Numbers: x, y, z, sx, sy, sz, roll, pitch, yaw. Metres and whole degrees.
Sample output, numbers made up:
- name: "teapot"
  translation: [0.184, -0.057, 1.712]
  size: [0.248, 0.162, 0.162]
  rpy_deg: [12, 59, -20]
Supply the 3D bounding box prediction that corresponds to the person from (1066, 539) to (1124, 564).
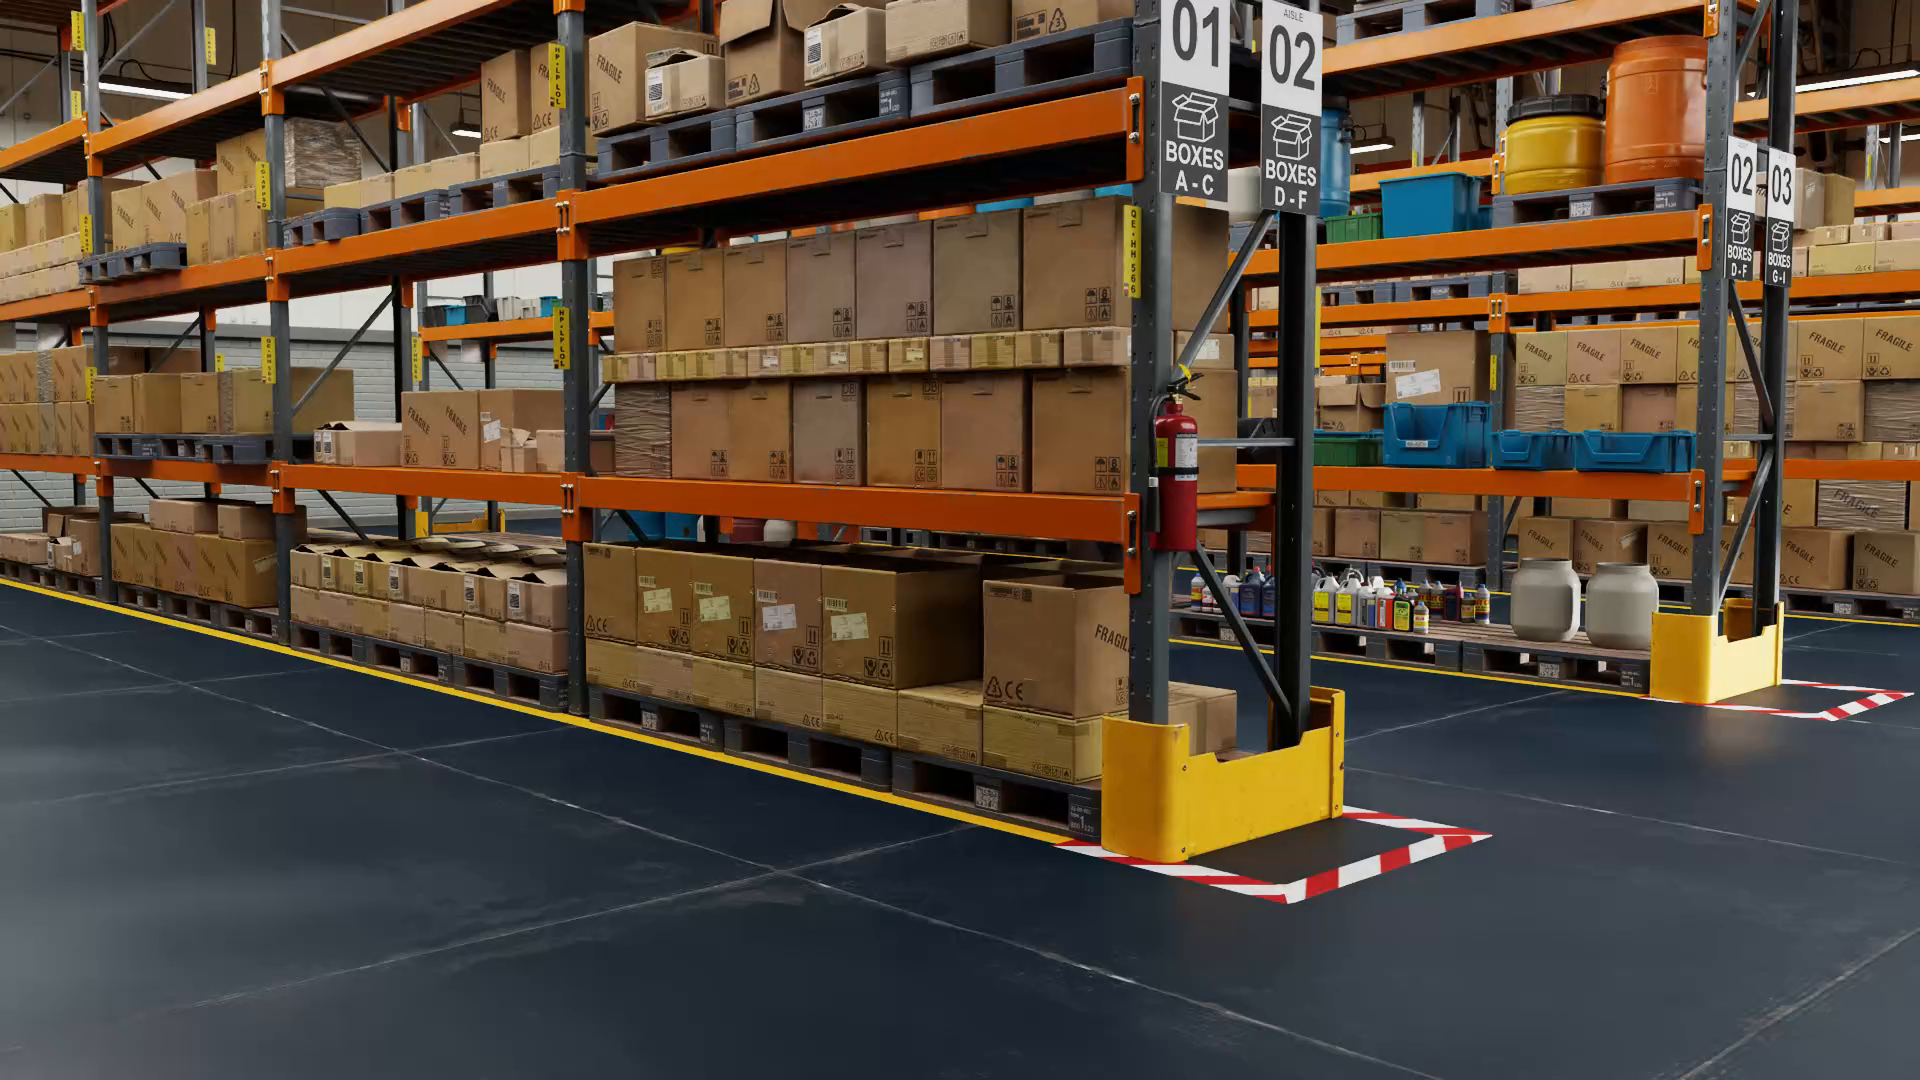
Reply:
- name: "person"
  translation: [0.952, 0.006, 10.404]
  size: [0.495, 1.720, 0.558]
  rpy_deg: [-4, 5, -44]
